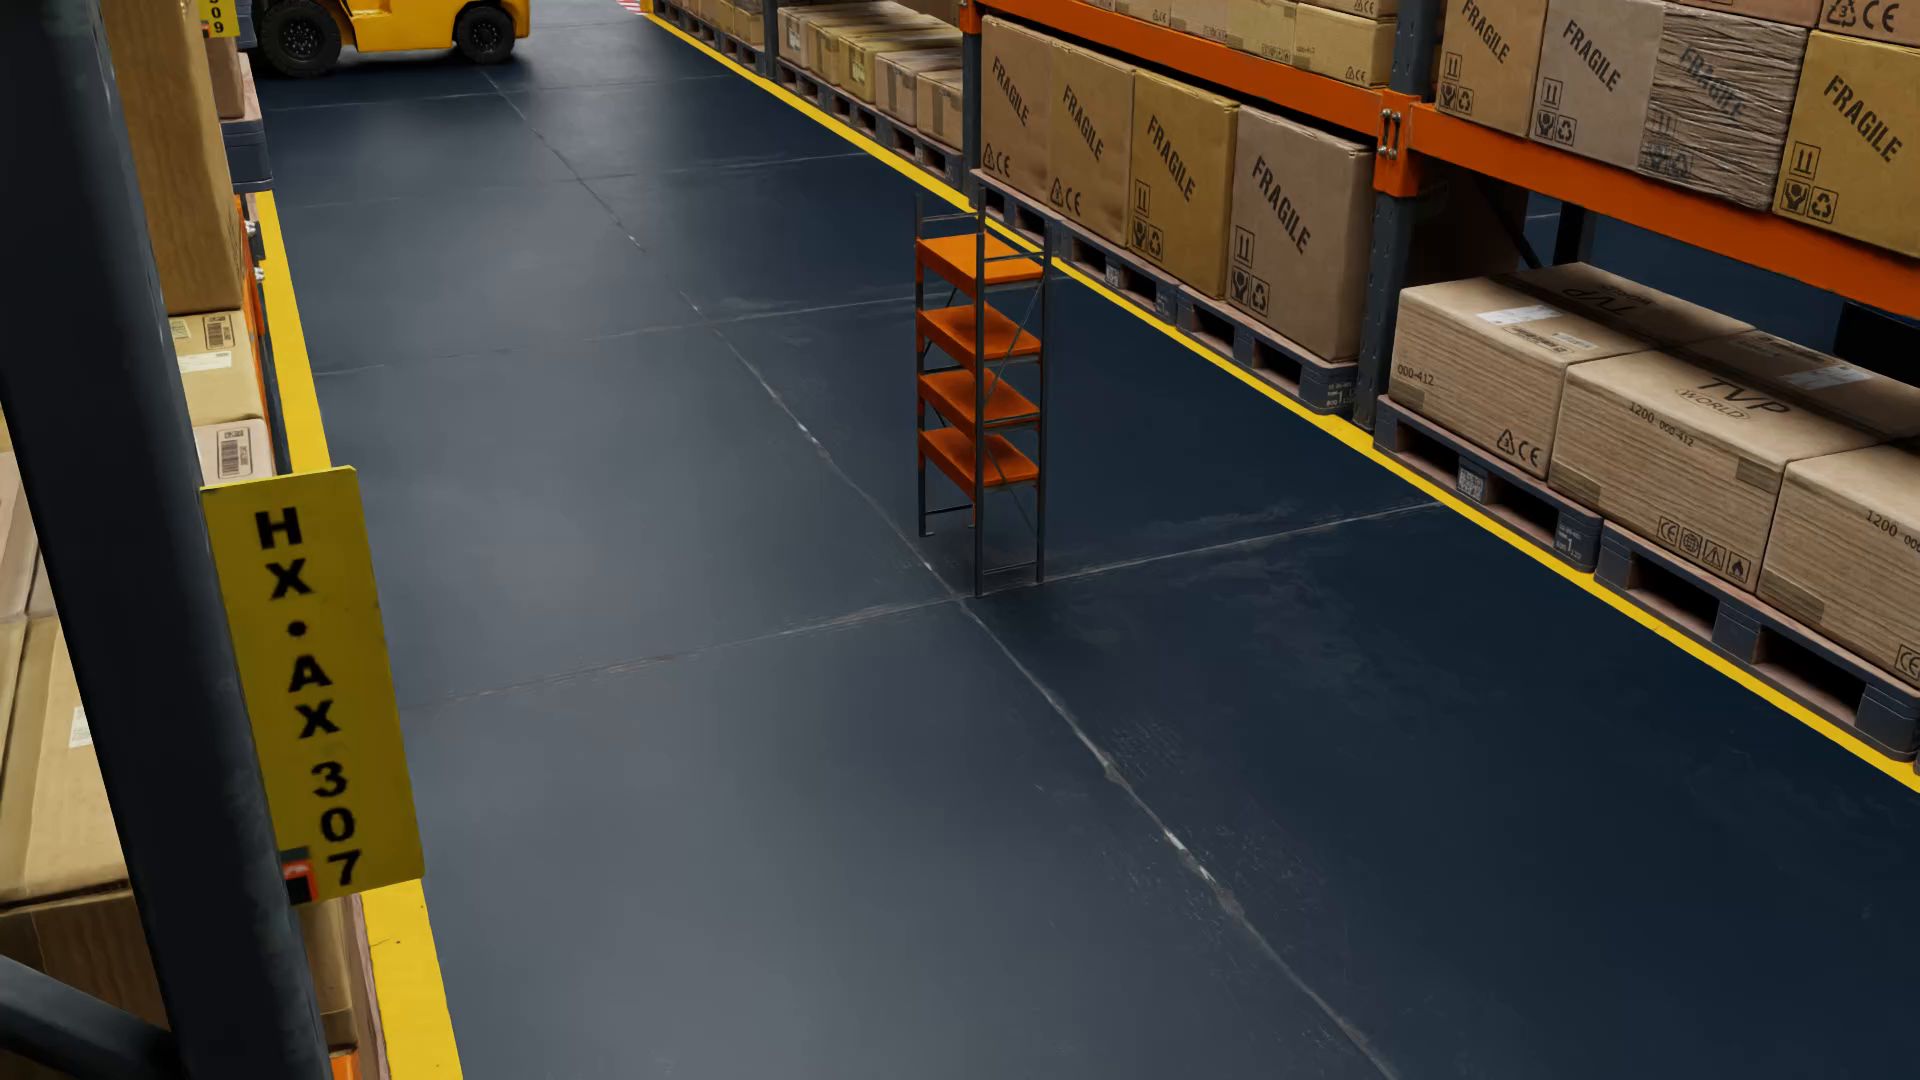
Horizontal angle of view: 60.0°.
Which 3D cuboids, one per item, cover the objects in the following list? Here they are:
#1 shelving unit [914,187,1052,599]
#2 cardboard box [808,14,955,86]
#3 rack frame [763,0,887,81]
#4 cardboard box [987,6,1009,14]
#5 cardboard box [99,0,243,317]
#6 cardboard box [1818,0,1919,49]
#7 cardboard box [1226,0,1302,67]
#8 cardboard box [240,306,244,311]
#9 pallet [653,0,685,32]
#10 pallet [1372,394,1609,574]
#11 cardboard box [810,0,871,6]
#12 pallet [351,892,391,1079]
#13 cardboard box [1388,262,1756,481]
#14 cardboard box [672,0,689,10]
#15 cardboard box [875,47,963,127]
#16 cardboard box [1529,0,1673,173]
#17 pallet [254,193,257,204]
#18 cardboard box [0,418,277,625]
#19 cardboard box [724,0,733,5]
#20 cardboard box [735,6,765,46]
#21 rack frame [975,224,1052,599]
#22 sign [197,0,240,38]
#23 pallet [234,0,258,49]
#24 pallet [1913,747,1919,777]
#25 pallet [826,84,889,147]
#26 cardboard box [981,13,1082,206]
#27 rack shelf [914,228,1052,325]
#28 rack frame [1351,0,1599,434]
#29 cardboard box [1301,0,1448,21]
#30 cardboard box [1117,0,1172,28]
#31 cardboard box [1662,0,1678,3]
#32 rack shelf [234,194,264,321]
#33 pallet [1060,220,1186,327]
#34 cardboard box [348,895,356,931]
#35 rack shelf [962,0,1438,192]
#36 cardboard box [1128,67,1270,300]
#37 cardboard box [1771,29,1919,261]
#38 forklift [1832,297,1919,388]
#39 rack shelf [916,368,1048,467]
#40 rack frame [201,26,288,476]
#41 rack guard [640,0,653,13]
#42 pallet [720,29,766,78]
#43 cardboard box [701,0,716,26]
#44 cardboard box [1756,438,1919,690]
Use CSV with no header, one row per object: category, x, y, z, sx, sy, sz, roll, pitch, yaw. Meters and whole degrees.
shelving unit,0.065,-0.472,5.350,0.258,1.200,0.503,-11,28,-21
cardboard box,-0.576,-3.616,12.255,0.950,0.372,0.625,-9,27,-17
rack frame,-1.069,-5.110,12.796,1.000,3.000,0.127,-11,28,-21
cardboard box,0.557,-4.645,13.830,0.500,0.500,0.500,-11,28,-21
cardboard box,-1.453,-0.649,2.638,0.500,0.500,0.500,-10,28,-19
cardboard box,2.605,-1.523,4.196,0.500,0.500,0.500,-11,28,-21
cardboard box,1.458,-2.156,6.918,0.500,0.250,0.500,-11,28,-21
cardboard box,-1.685,-0.525,3.238,0.500,0.250,0.500,-11,28,-21
pallet,-2.320,-5.107,15.968,1.003,0.211,1.213,-11,28,-21
pallet,2.290,-0.306,6.137,1.003,0.211,1.213,-11,28,-21
cardboard box,-1.051,-4.684,13.726,0.500,0.500,0.500,-9,27,-18
pallet,-1.752,0.998,3.465,1.003,0.211,1.213,-11,28,-21
cardboard box,2.211,-0.645,6.095,0.875,0.438,0.875,-11,28,-21
cardboard box,-2.381,-5.097,15.426,0.500,0.250,0.500,-10,28,-19
cardboard box,-0.011,-3.029,11.051,0.950,0.372,0.625,-11,28,-22
cardboard box,2.200,-1.487,5.262,0.500,0.500,0.500,-10,28,-20
pallet,-4.828,-2.218,10.052,1.003,0.211,1.213,-11,28,-21
cardboard box,-1.063,0.090,1.979,0.500,0.250,0.500,-10,28,-20
cardboard box,-1.748,-4.797,13.958,0.500,0.500,0.500,-10,28,-20
cardboard box,-1.548,-4.255,13.702,0.500,0.250,0.500,-9,28,-18
rack frame,0.160,-0.374,5.148,0.240,1.200,0.015,-11,28,-21
sign,-2.005,-1.511,4.439,0.100,0.325,0.005,-11,28,-21
pallet,-3.738,-2.293,7.245,1.213,0.211,1.003,-11,28,-21
pallet,3.246,0.679,4.120,1.003,0.211,1.213,-11,28,-21
pallet,-0.281,-3.049,11.755,1.003,0.211,1.213,-11,28,-21
cardboard box,0.692,-2.436,9.263,0.875,0.875,0.875,-11,28,-21
rack shelf,0.065,-0.825,5.177,0.258,0.148,0.480,-11,28,-21
rack frame,2.064,-1.880,6.182,1.000,3.000,0.127,-11,28,-21
cardboard box,1.668,-2.173,6.384,0.500,0.250,0.500,-11,28,-21
cardboard box,1.072,-2.571,7.768,0.500,0.250,0.500,-11,28,-21
cardboard box,2.220,-1.935,5.042,0.500,0.500,0.500,-11,28,-21
rack shelf,-3.285,-1.510,6.243,1.077,0.370,4.000,-11,28,-21
pallet,1.211,-1.419,8.415,1.003,0.211,1.213,-11,28,-21
cardboard box,-1.501,0.678,3.313,0.500,0.500,0.500,-10,28,-20
rack shelf,1.281,-2.364,7.993,1.077,0.370,4.000,-11,28,-21
cardboard box,1.387,-1.714,7.784,0.875,0.875,0.875,-10,28,-19
cardboard box,2.591,-1.077,4.423,0.500,0.500,0.500,-10,28,-19
forklift,5.383,-2.074,6.658,3.031,2.935,1.130,-8,27,-16
rack shelf,0.065,-0.412,5.379,0.258,0.148,0.480,-11,28,-21
rack frame,-2.502,-1.026,4.432,1.000,3.000,0.127,-11,28,-21
rack guard,-2.605,-5.570,16.589,1.175,0.500,0.348,-11,28,-21
pallet,-1.364,-4.122,13.951,1.003,0.211,1.213,-11,28,-21
cardboard box,-1.960,-4.675,14.561,0.500,0.250,0.500,-10,28,-20
cardboard box,2.914,0.080,4.609,0.875,0.438,0.875,-10,28,-19
